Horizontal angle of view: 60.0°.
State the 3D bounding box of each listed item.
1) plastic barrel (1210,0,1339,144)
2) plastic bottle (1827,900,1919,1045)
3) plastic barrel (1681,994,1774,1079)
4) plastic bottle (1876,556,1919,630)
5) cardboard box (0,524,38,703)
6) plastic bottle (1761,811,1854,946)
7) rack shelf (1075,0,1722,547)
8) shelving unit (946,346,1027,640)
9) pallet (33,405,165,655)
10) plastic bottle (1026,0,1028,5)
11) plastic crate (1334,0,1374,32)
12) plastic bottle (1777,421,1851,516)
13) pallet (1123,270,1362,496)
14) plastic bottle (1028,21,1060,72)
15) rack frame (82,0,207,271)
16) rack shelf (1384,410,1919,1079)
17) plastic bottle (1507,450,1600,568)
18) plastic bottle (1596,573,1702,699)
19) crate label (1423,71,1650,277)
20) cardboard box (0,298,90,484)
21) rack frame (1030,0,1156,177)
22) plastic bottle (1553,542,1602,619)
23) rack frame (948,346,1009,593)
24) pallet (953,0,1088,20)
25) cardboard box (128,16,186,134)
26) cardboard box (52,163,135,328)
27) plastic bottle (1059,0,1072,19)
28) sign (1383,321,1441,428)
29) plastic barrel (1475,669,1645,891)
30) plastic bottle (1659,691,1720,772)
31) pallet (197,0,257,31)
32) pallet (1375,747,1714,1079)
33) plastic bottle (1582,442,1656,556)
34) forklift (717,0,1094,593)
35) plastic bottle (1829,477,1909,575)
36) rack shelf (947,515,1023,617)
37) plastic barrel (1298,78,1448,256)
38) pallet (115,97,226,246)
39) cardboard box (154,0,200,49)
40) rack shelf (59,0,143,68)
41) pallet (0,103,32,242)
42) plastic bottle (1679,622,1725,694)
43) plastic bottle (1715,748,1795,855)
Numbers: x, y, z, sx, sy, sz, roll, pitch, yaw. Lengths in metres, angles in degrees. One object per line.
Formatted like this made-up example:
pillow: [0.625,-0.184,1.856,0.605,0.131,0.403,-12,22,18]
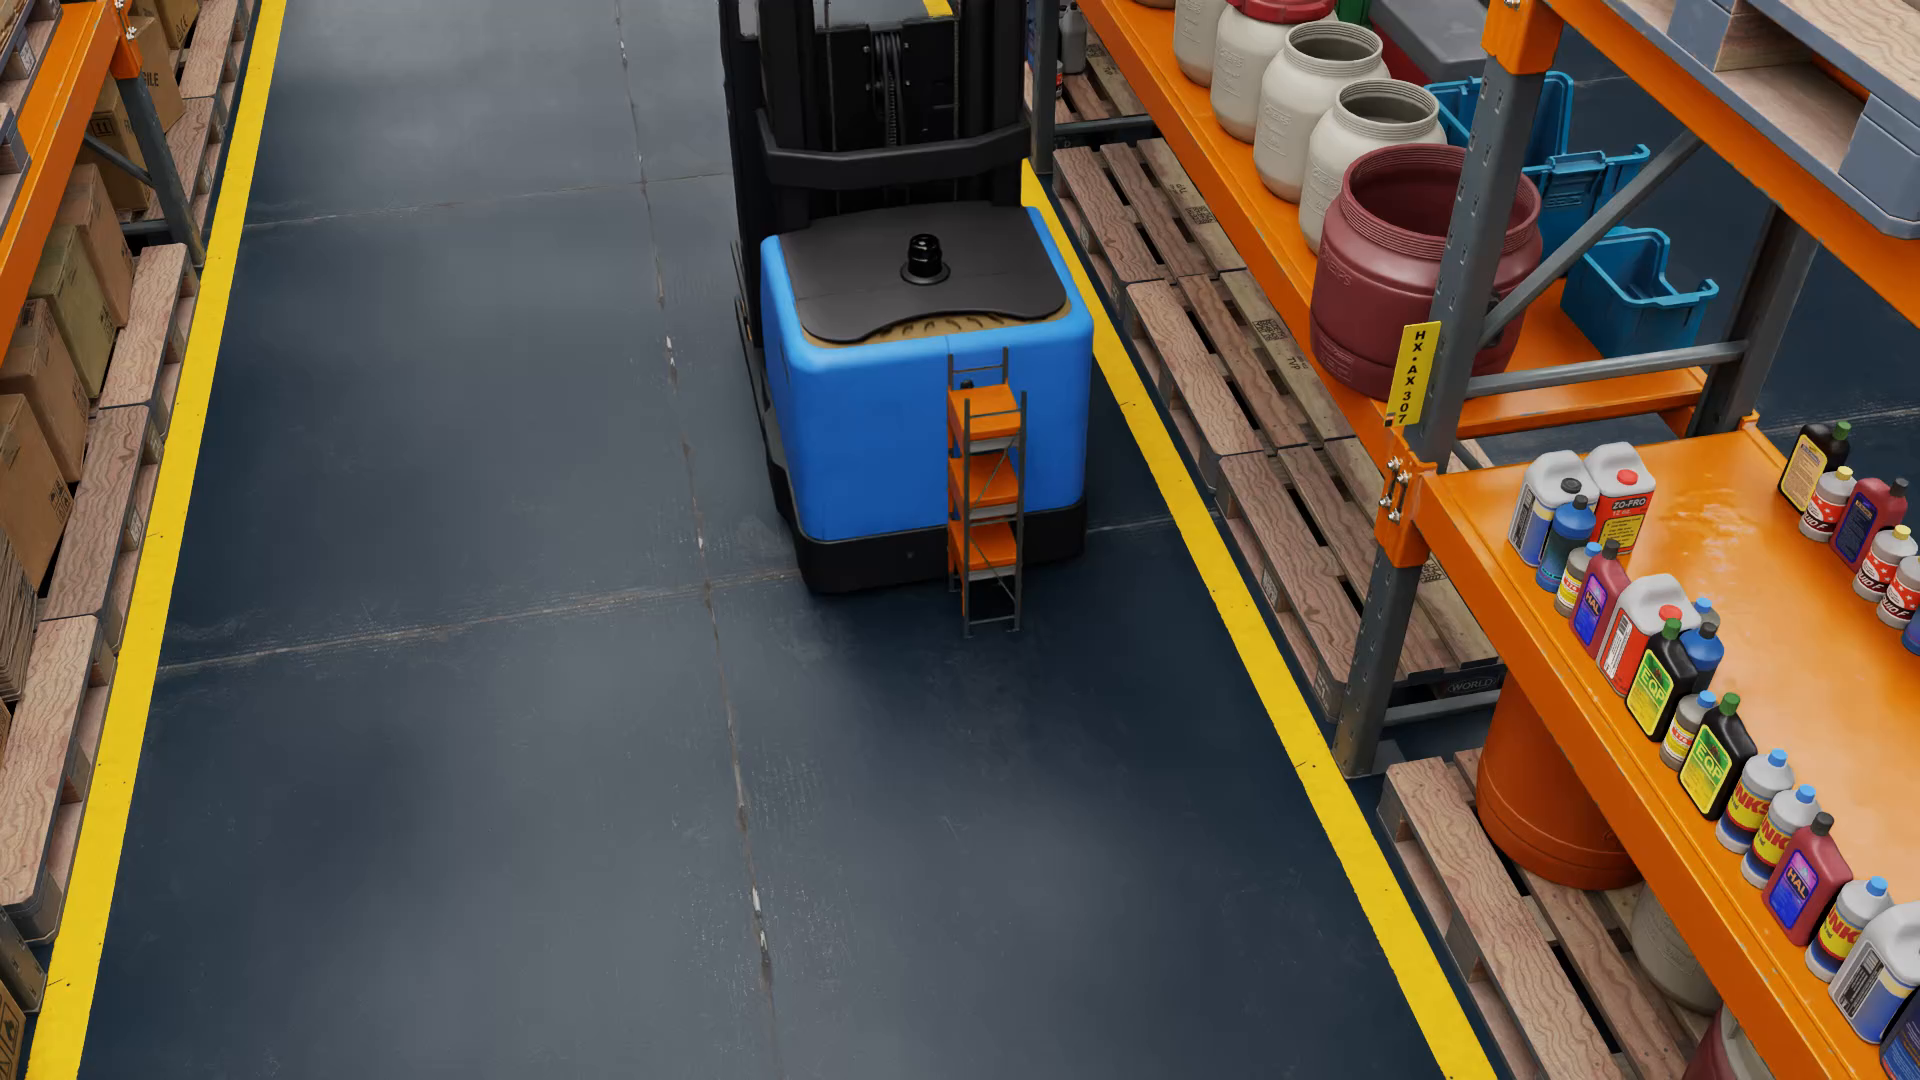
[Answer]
plastic barrel: [1.099,-1.689,5.790,0.433,0.535,0.433,0,42,0]
plastic bottle: [1.795,0.820,3.161,0.152,0.276,0.135,-8,42,-9]
plastic barrel: [2.084,1.339,3.982,0.600,0.588,0.708,-8,42,-9]
plastic bottle: [2.300,0.113,4.013,0.097,0.201,0.097,0,42,0]
cardboard box: [-3.415,0.238,5.274,0.700,0.500,0.500,-12,43,-13]
plastic bottle: [1.700,0.673,3.320,0.061,0.283,0.133,-8,42,-9]
rack shelf: [1.286,-1.480,6.200,1.077,0.370,4.000,-8,42,-9]
shelving unit: [0.085,-0.138,5.614,0.215,1.050,0.252,-8,42,-9]
pallet: [-3.545,0.004,6.086,1.003,0.211,1.213,-8,42,-9]
plastic bottle: [0.323,-2.929,8.954,0.144,0.351,0.185,-9,42,-10]
plastic crate: [1.506,-1.878,6.265,0.450,0.188,0.662,-8,42,-9]
plastic bottle: [2.222,-0.208,4.312,0.061,0.283,0.133,-8,42,-9]
pallet: [1.329,-0.707,6.887,1.003,0.211,1.213,-8,42,-9]
plastic bottle: [0.434,-2.595,8.578,0.144,0.351,0.185,-9,42,-10]
rack frame: [-3.982,-2.336,6.622,1.000,3.000,0.127,-8,42,-9]
rack shelf: [2.150,1.113,3.279,1.077,0.370,4.000,-8,42,-9]
plastic bottle: [1.496,-0.079,4.173,0.152,0.276,0.135,-8,42,-9]
plastic bottle: [1.596,0.221,3.835,0.152,0.276,0.135,-8,42,-9]
crate label: [1.768,-1.148,5.258,0.502,0.435,0.616,-8,42,-9]
cardboard box: [-3.664,-0.490,6.094,0.700,0.500,0.500,-12,43,-13]
rack frame: [0.854,-3.045,7.421,1.000,3.000,0.127,-8,42,-9]
plastic bottle: [1.515,0.091,4.038,0.097,0.201,0.097,0,42,0]
rack frame: [0.059,-0.217,5.703,0.200,1.050,0.008,-8,42,-9]
pallet: [0.483,-3.236,9.737,1.003,0.211,1.213,-8,42,-9]
cardboard box: [-4.160,-2.193,8.028,0.500,0.500,0.500,4,42,4]
cardboard box: [-3.870,-1.164,6.854,0.700,0.500,0.500,-11,43,-13]
plastic bottle: [0.532,-2.729,8.785,0.152,0.276,0.135,-8,42,-9]
sign: [1.182,-0.430,4.352,0.100,0.325,0.005,-8,42,-9]
plastic barrel: [1.840,0.517,4.727,0.600,0.830,0.708,-8,42,-9]
plastic bottle: [1.623,0.414,3.674,0.097,0.201,0.097,0,42,0]
pallet: [-4.688,-3.305,9.814,1.003,0.211,1.213,-8,42,-9]
pallet: [1.929,1.095,4.857,1.003,0.211,1.213,-8,42,-9]
plastic bottle: [1.644,-0.101,4.198,0.152,0.276,0.135,-8,42,-9]
forklift: [-0.358,-1.894,6.176,1.130,2.935,3.031,-8,42,-9]
plastic bottle: [2.272,-0.058,4.144,0.061,0.283,0.133,-8,42,-9]
rack shelf: [0.085,0.078,5.806,0.215,0.259,0.240,-8,42,-9]
plastic barrel: [1.287,-1.131,5.180,0.421,0.512,0.421,0,42,0]
pallet: [-4.161,-1.723,8.032,1.003,0.211,1.213,-8,42,-9]
cardboard box: [-4.448,-2.952,8.883,0.500,0.500,0.500,-5,42,-5]
rack shelf: [-4.413,-3.363,8.321,1.077,0.370,4.000,-8,42,-9]
pallet: [-3.586,-0.948,5.203,1.003,0.211,1.213,-8,42,-9]
plastic bottle: [1.653,0.293,3.758,0.097,0.271,0.097,0,42,0]
plastic bottle: [1.672,0.537,3.482,0.097,0.271,0.097,0,42,0]
